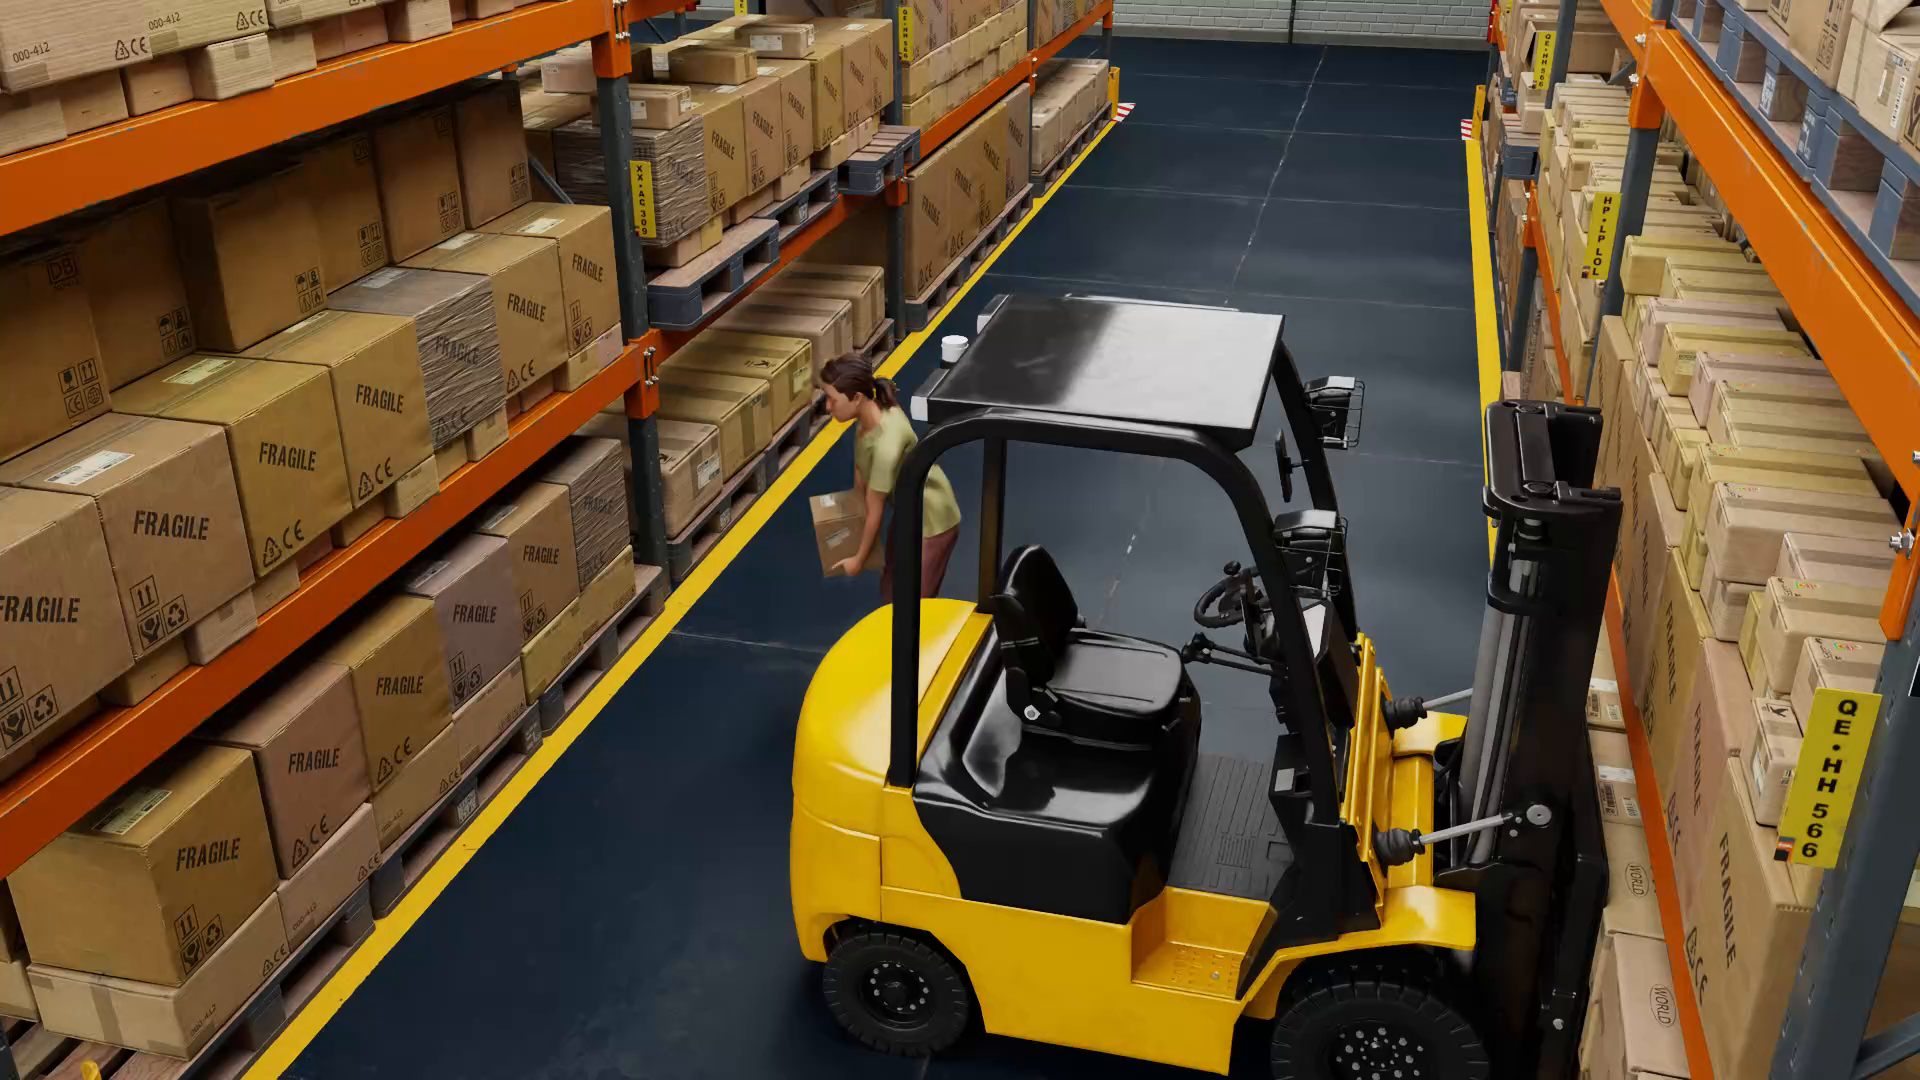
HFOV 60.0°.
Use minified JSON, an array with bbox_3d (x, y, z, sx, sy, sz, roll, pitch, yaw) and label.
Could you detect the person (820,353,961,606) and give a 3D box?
[{"bbox_3d":[-0.277,-0.012,6.736,0.554,1.595,0.410,-7,26,-14],"label":"person"}]
